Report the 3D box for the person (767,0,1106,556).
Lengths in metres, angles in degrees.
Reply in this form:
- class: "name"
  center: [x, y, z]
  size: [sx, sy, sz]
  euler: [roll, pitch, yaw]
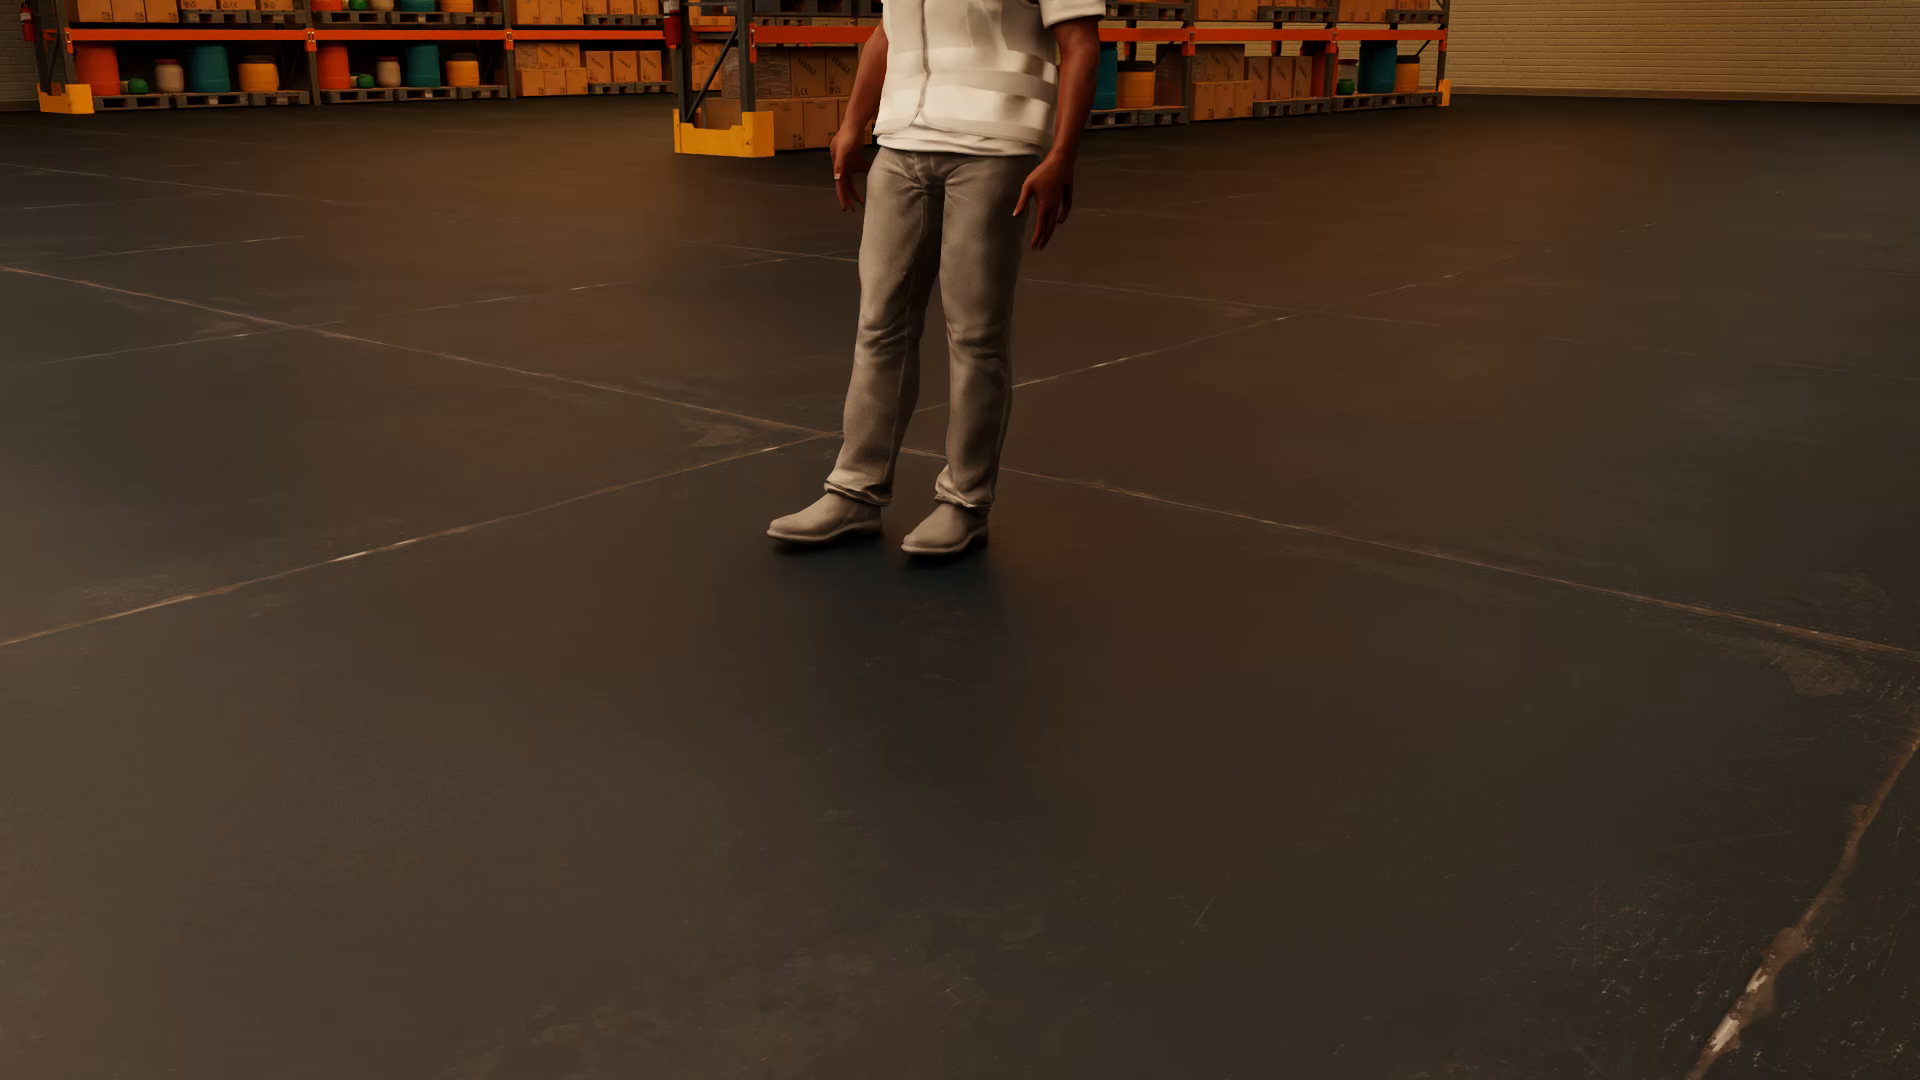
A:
- class: "person"
  center: [-0.049, -0.838, 3.635]
  size: [0.665, 1.768, 0.575]
  euler: [13, 21, 37]
